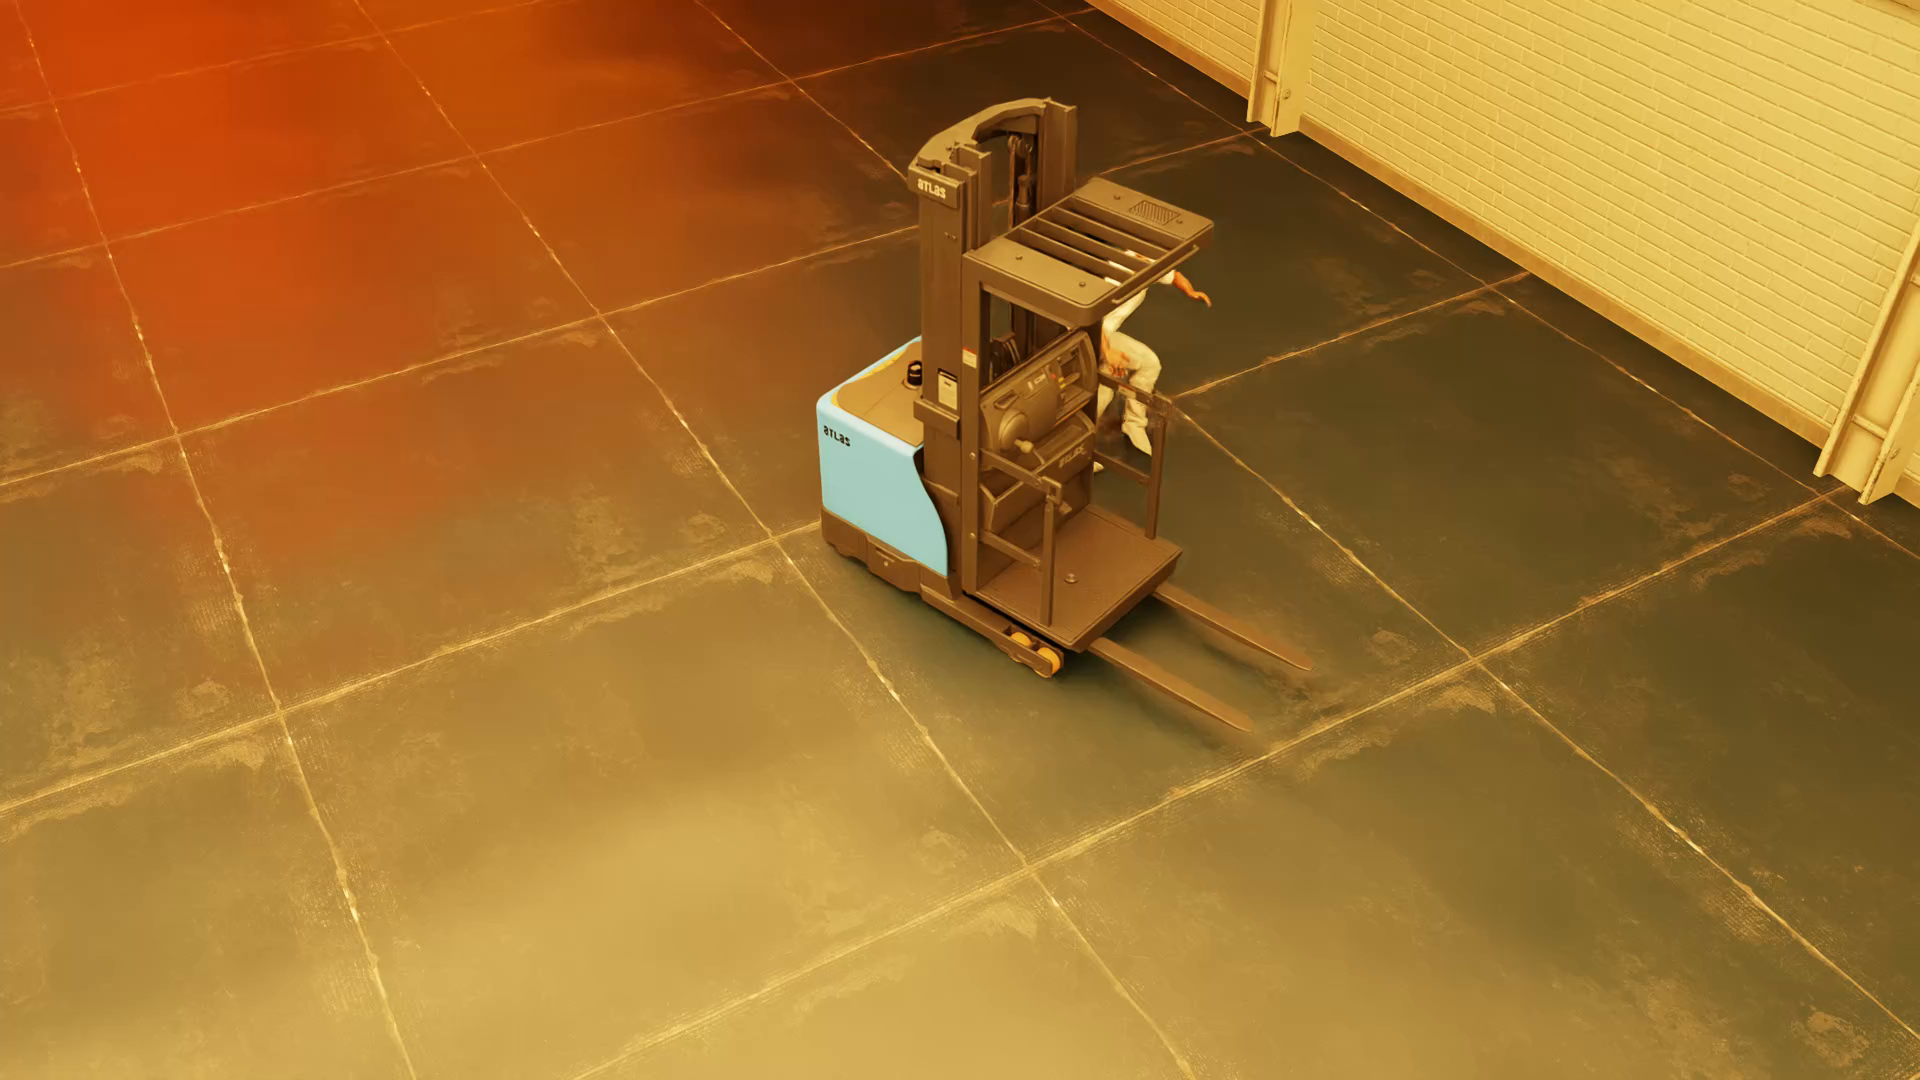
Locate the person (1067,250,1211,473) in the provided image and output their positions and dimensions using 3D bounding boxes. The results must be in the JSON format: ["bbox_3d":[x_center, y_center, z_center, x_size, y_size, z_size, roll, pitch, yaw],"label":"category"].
[{"bbox_3d":[1.111,-1.237,10.630,0.919,1.512,1.039,6,40,7],"label":"person"}]

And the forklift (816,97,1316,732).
[{"bbox_3d":[0.595,-0.736,8.923,3.031,2.935,1.130,29,48,30],"label":"forklift"}]
